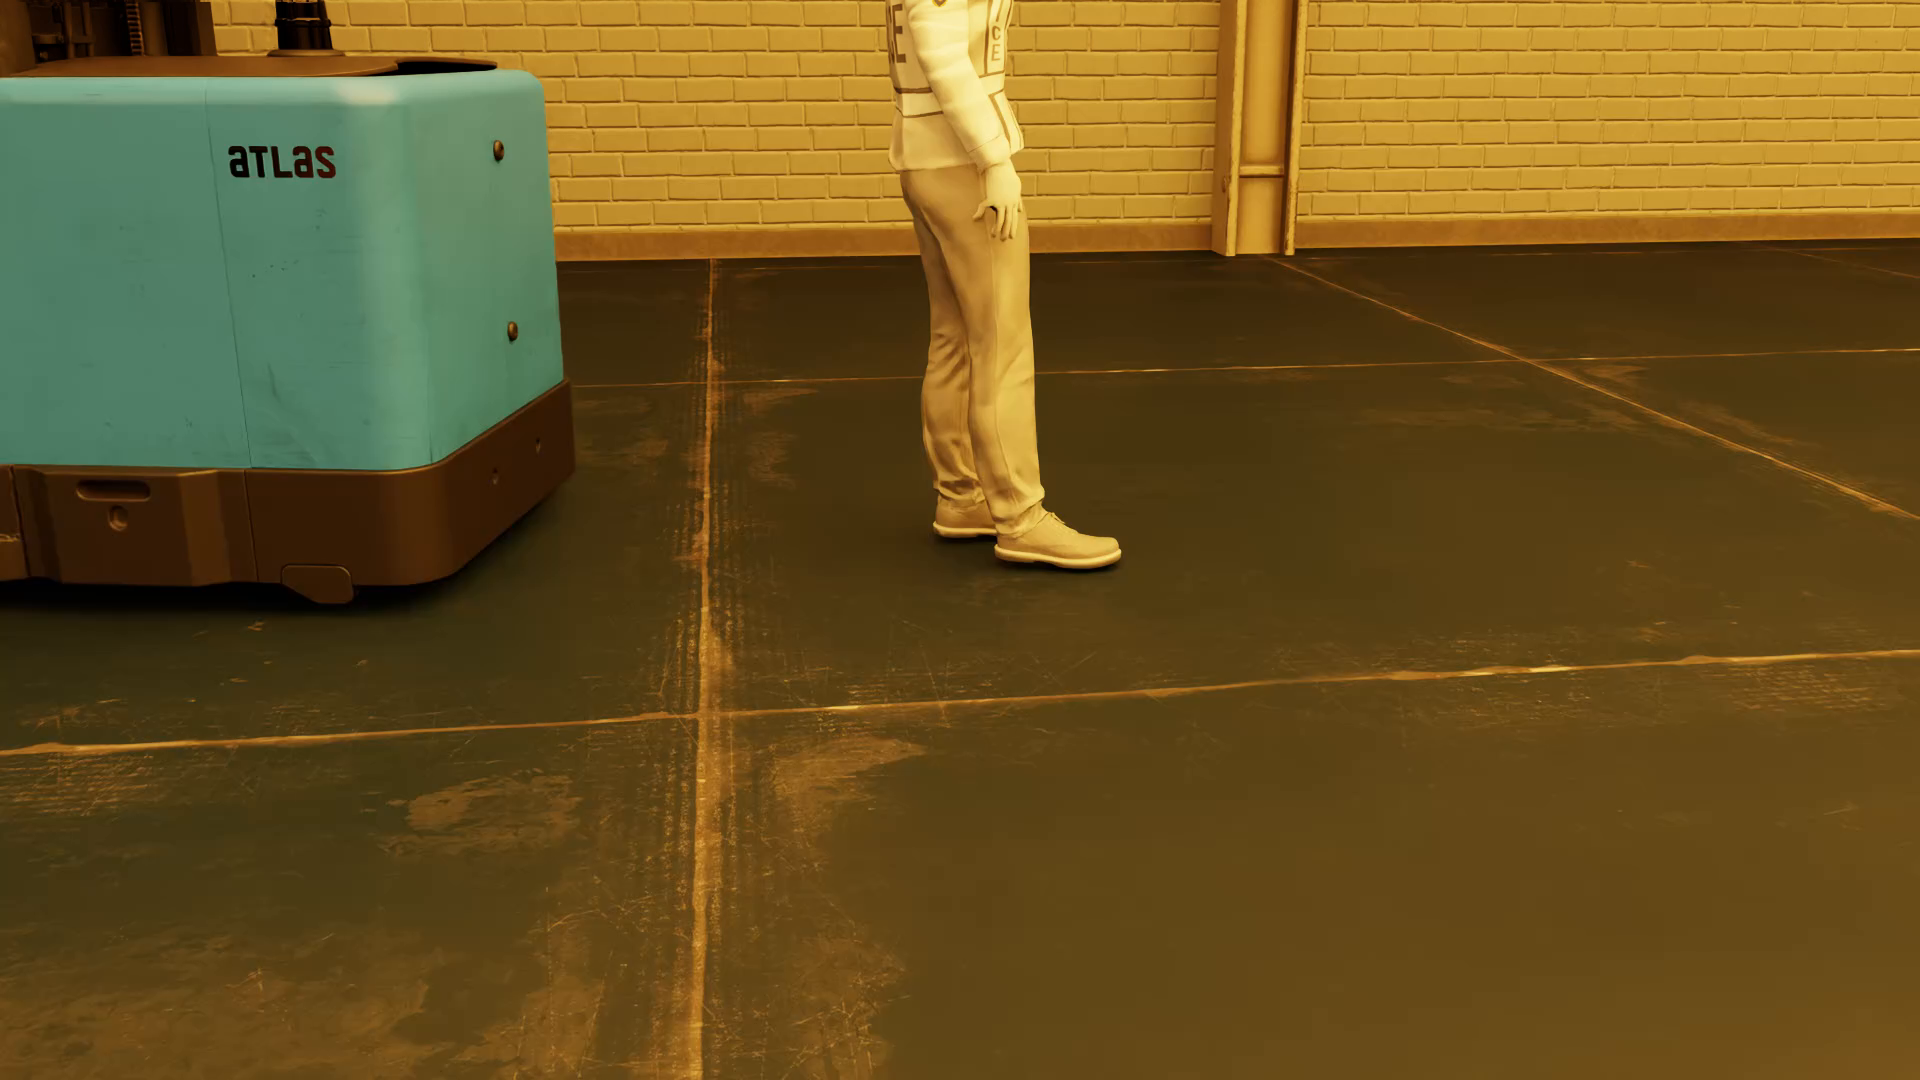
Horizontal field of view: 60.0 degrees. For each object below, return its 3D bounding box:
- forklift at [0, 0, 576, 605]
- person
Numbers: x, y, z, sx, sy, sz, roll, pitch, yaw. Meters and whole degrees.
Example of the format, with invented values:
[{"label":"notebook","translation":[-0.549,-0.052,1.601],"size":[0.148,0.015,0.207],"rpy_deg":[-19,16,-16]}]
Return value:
[{"label":"forklift","translation":[-2.537,-1.420,3.598],"size":[3.031,2.935,1.130],"rpy_deg":[1,17,4]},{"label":"person","translation":[0.069,-0.819,3.722],"size":[0.530,1.694,0.586],"rpy_deg":[-2,17,-8]}]
